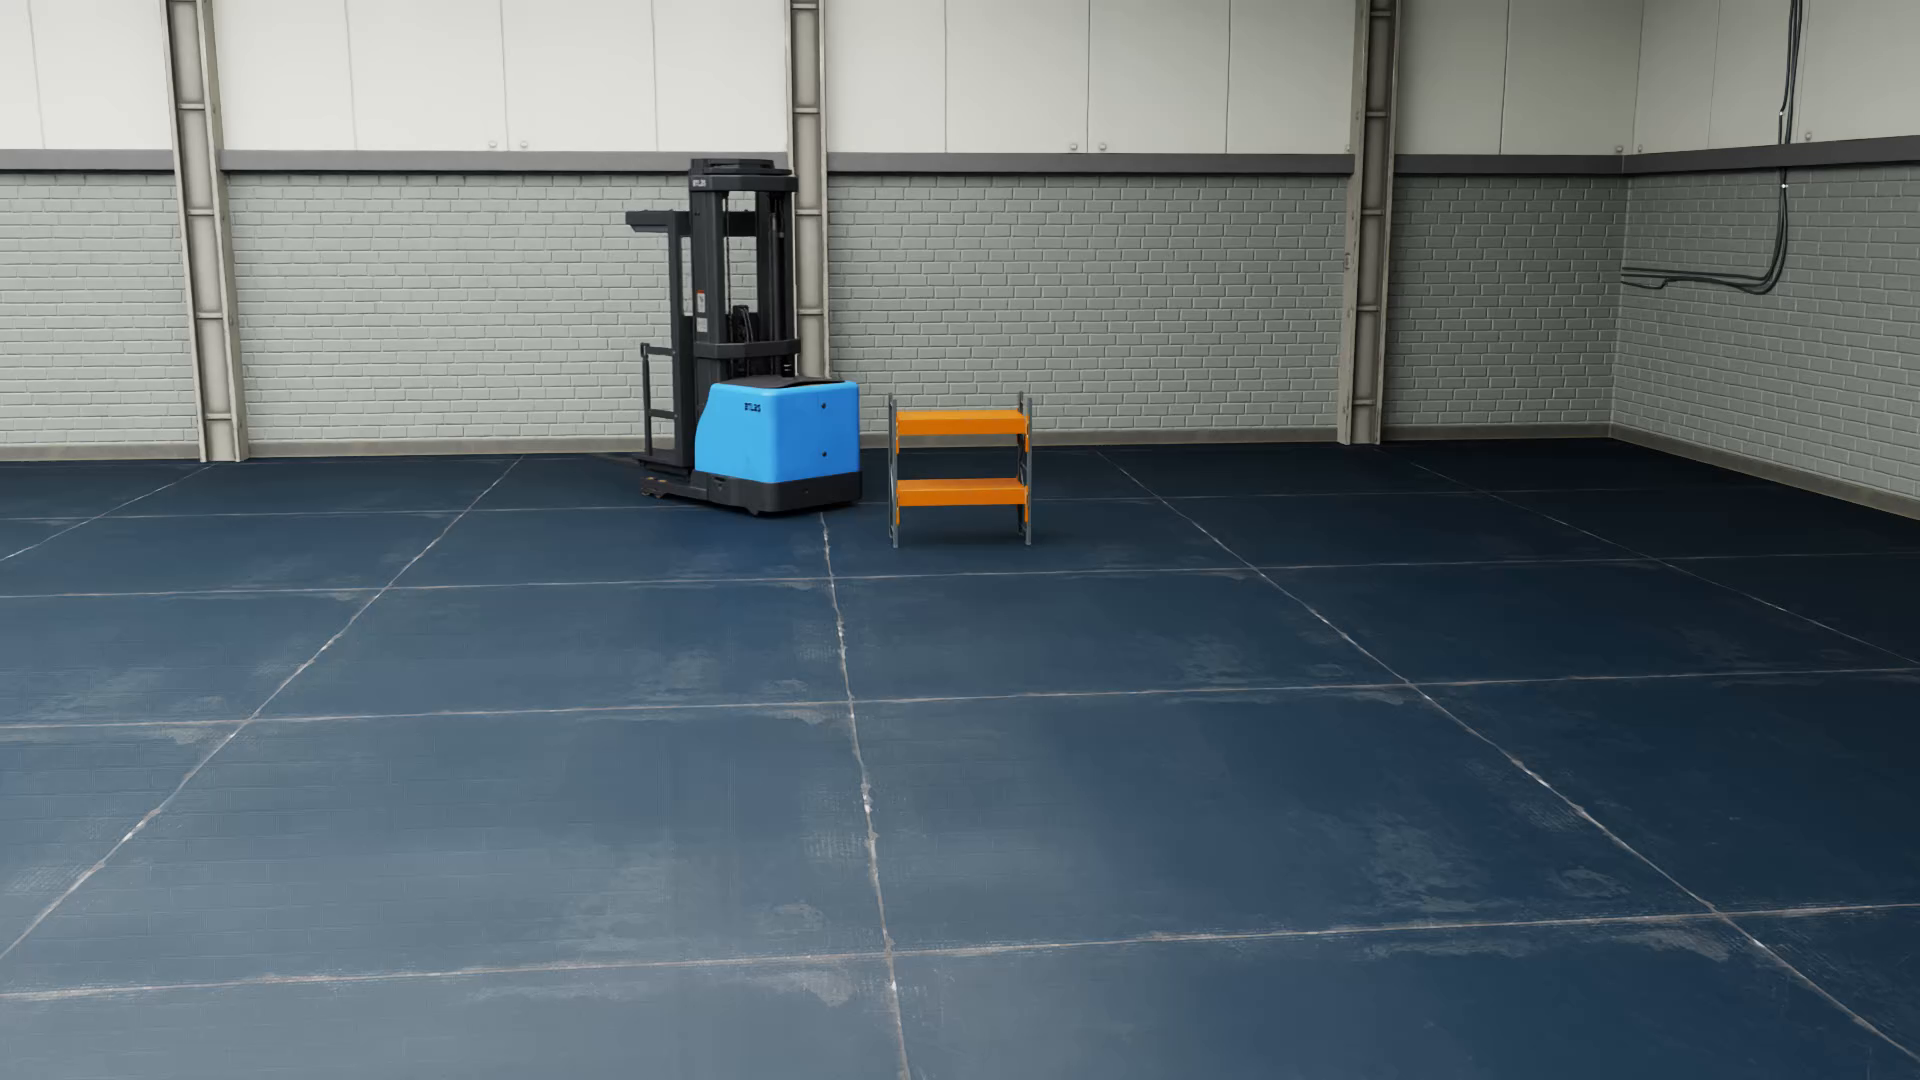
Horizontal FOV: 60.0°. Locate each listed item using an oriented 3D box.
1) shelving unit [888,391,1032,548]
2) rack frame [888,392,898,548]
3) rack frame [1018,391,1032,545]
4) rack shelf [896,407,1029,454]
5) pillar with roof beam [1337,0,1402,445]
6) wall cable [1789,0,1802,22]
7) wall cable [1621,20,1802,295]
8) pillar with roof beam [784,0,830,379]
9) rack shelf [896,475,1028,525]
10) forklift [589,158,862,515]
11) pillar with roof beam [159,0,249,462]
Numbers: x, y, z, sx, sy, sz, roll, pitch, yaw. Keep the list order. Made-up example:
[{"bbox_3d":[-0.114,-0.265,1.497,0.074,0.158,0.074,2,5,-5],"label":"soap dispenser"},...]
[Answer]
[{"bbox_3d":[-0.007,-0.552,12.759,1.048,1.125,0.538,-1,11,-6],"label":"shelving unit"},{"bbox_3d":[-0.512,-0.541,12.705,0.032,1.125,0.500,-1,11,-6],"label":"rack frame"},{"bbox_3d":[0.499,-0.562,12.813,0.032,1.125,0.500,-1,11,-6],"label":"rack frame"},{"bbox_3d":[-0.007,-0.839,12.702,1.000,0.278,0.538,-1,11,-6],"label":"rack shelf"},{"bbox_3d":[4.856,-4.665,13.268,0.400,9.000,9.100,-1,11,-6],"label":"pillar with roof beam"},{"bbox_3d":[7.755,-5.734,13.663,0.112,2.526,3.097,-1,11,-6],"label":"wall cable"},{"bbox_3d":[7.462,-3.775,16.789,0.112,2.526,3.097,-1,11,-6],"label":"wall cable"},{"bbox_3d":[-1.109,-4.540,12.632,0.400,9.000,9.100,-1,11,-6],"label":"pillar with roof beam"},{"bbox_3d":[-0.007,-0.312,12.806,1.000,0.278,0.538,-1,11,-6],"label":"rack shelf"},{"bbox_3d":[-2.235,-1.868,14.771,1.130,2.935,3.031,-11,15,-43],"label":"forklift"},{"bbox_3d":[-7.074,-4.415,11.996,0.400,9.000,9.100,-1,11,-6],"label":"pillar with roof beam"}]
